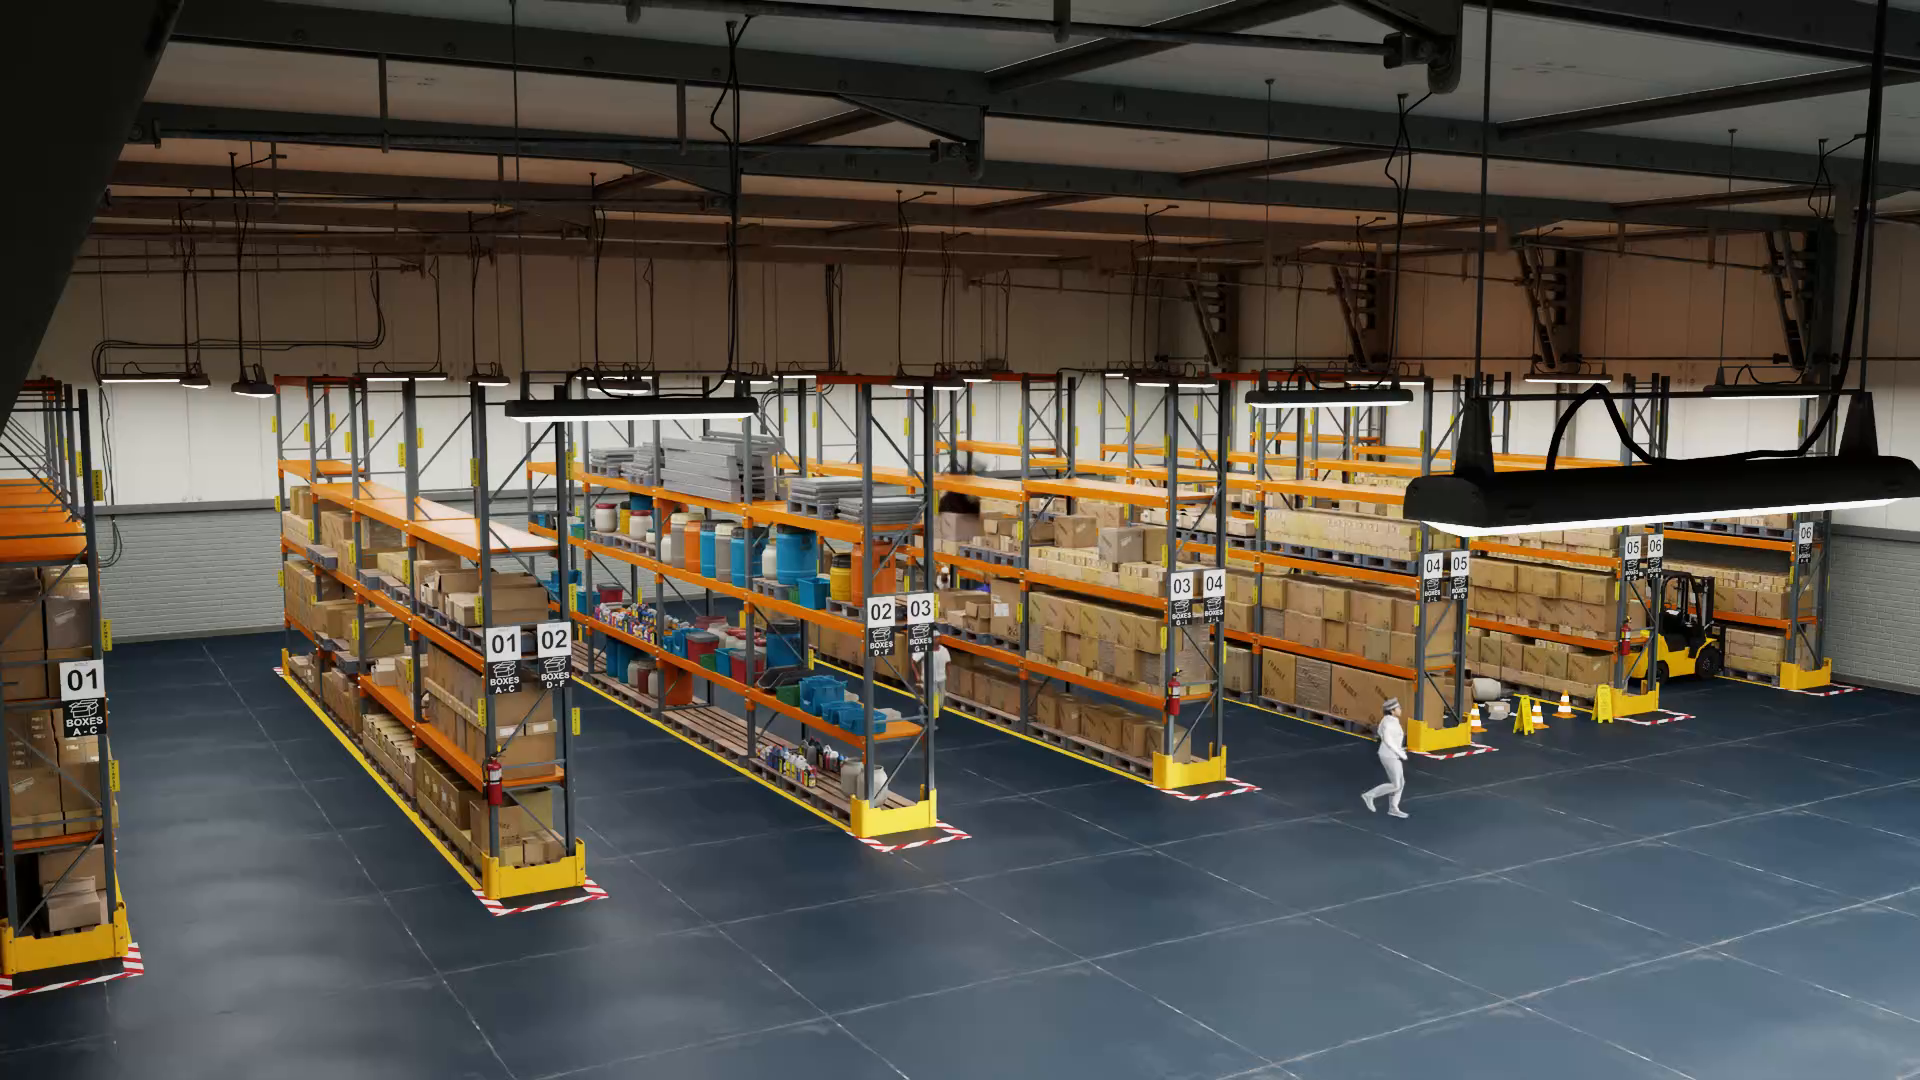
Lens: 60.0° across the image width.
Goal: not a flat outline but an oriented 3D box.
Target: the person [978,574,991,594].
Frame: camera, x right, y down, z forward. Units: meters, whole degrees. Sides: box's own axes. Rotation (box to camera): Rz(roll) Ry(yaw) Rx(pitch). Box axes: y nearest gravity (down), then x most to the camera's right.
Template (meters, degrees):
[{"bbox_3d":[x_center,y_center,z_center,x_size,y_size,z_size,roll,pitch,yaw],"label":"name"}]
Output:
[{"bbox_3d":[0.589,1.565,36.355,0.588,1.640,0.768,-4,7,-31],"label":"person"}]

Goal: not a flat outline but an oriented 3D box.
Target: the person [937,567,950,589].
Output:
[{"bbox_3d":[-0.367,1.397,37.671,0.698,1.650,0.833,-2,7,-20],"label":"person"}]

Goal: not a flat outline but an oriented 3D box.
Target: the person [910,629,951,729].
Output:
[{"bbox_3d":[-0.418,2.380,28.236,0.692,1.723,0.607,-4,7,-33],"label":"person"}]

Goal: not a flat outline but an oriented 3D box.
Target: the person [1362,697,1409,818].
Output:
[{"bbox_3d":[5.893,2.999,22.996,0.649,1.685,0.644,1,6,8],"label":"person"}]
